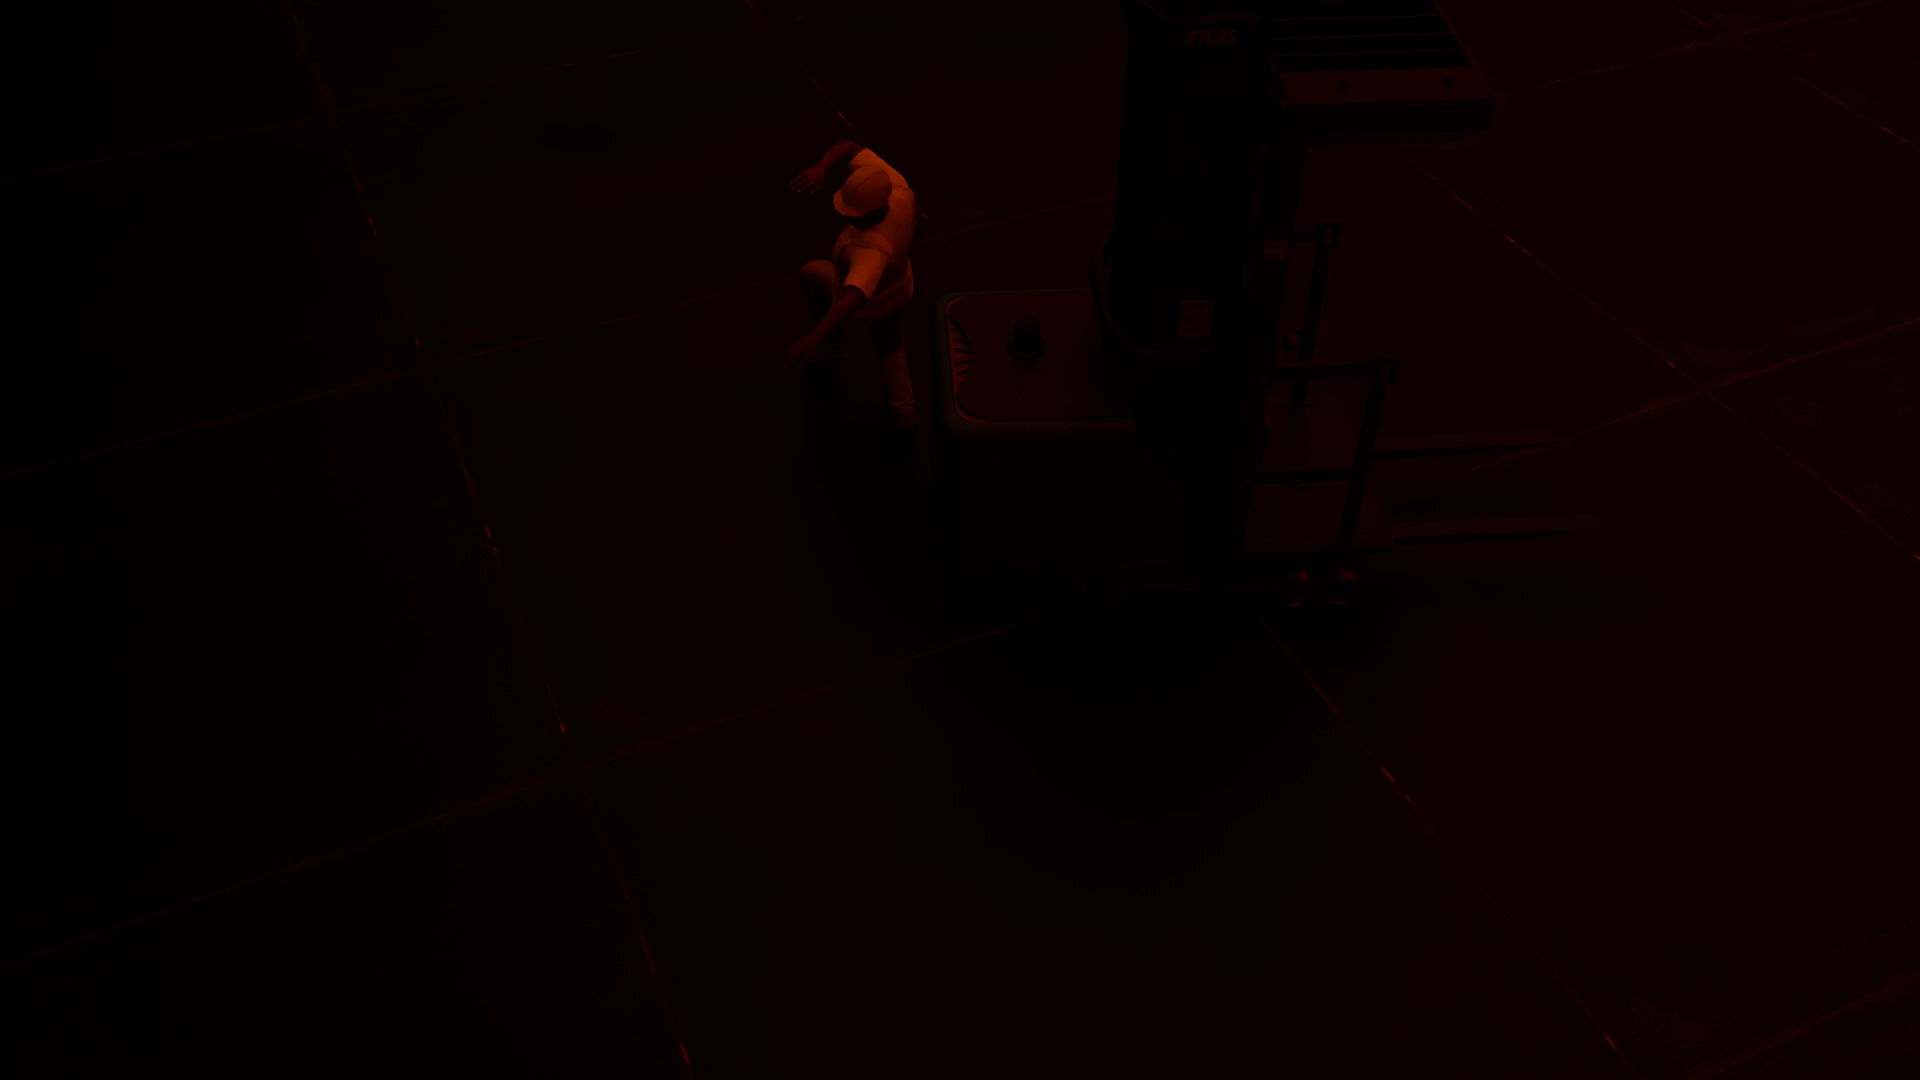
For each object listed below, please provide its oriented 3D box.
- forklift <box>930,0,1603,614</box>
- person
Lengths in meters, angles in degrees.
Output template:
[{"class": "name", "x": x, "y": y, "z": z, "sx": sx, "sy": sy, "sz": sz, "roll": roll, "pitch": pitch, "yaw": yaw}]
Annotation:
[{"class": "forklift", "x": 1.396, "y": -1.132, "z": 6.893, "sx": 3.031, "sy": 2.935, "sz": 1.130, "roll": -2, "pitch": 43, "yaw": -3}, {"class": "person", "x": -0.670, "y": -1.159, "z": 7.993, "sx": 1.002, "sy": 1.465, "sz": 0.962, "roll": -31, "pitch": 51, "yaw": -29}]
